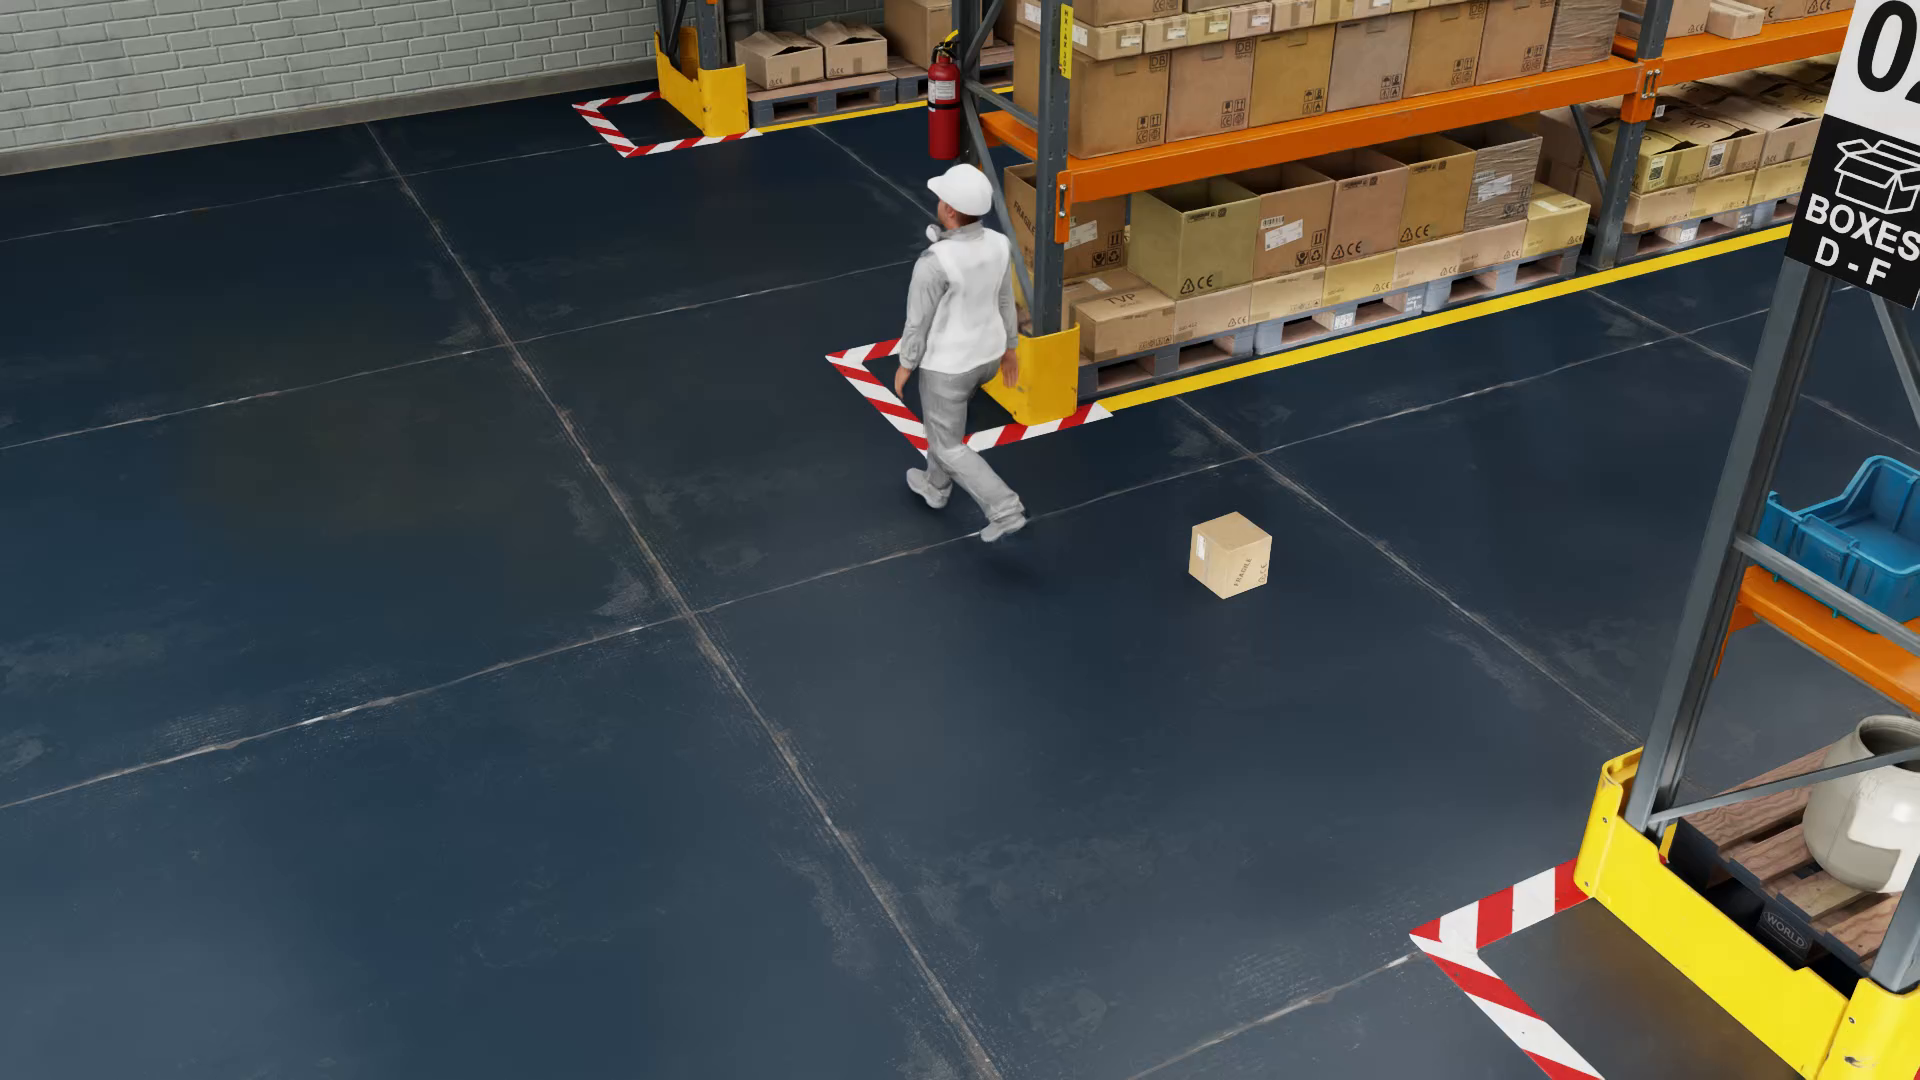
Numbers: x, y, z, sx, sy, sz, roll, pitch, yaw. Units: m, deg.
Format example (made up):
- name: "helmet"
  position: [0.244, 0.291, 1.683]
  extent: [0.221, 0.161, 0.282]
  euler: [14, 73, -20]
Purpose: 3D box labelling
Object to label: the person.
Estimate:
- name: "person"
  position: [0.013, -0.805, 7.365]
  extent: [0.557, 1.745, 0.922]
  euler: [-28, 42, -36]
